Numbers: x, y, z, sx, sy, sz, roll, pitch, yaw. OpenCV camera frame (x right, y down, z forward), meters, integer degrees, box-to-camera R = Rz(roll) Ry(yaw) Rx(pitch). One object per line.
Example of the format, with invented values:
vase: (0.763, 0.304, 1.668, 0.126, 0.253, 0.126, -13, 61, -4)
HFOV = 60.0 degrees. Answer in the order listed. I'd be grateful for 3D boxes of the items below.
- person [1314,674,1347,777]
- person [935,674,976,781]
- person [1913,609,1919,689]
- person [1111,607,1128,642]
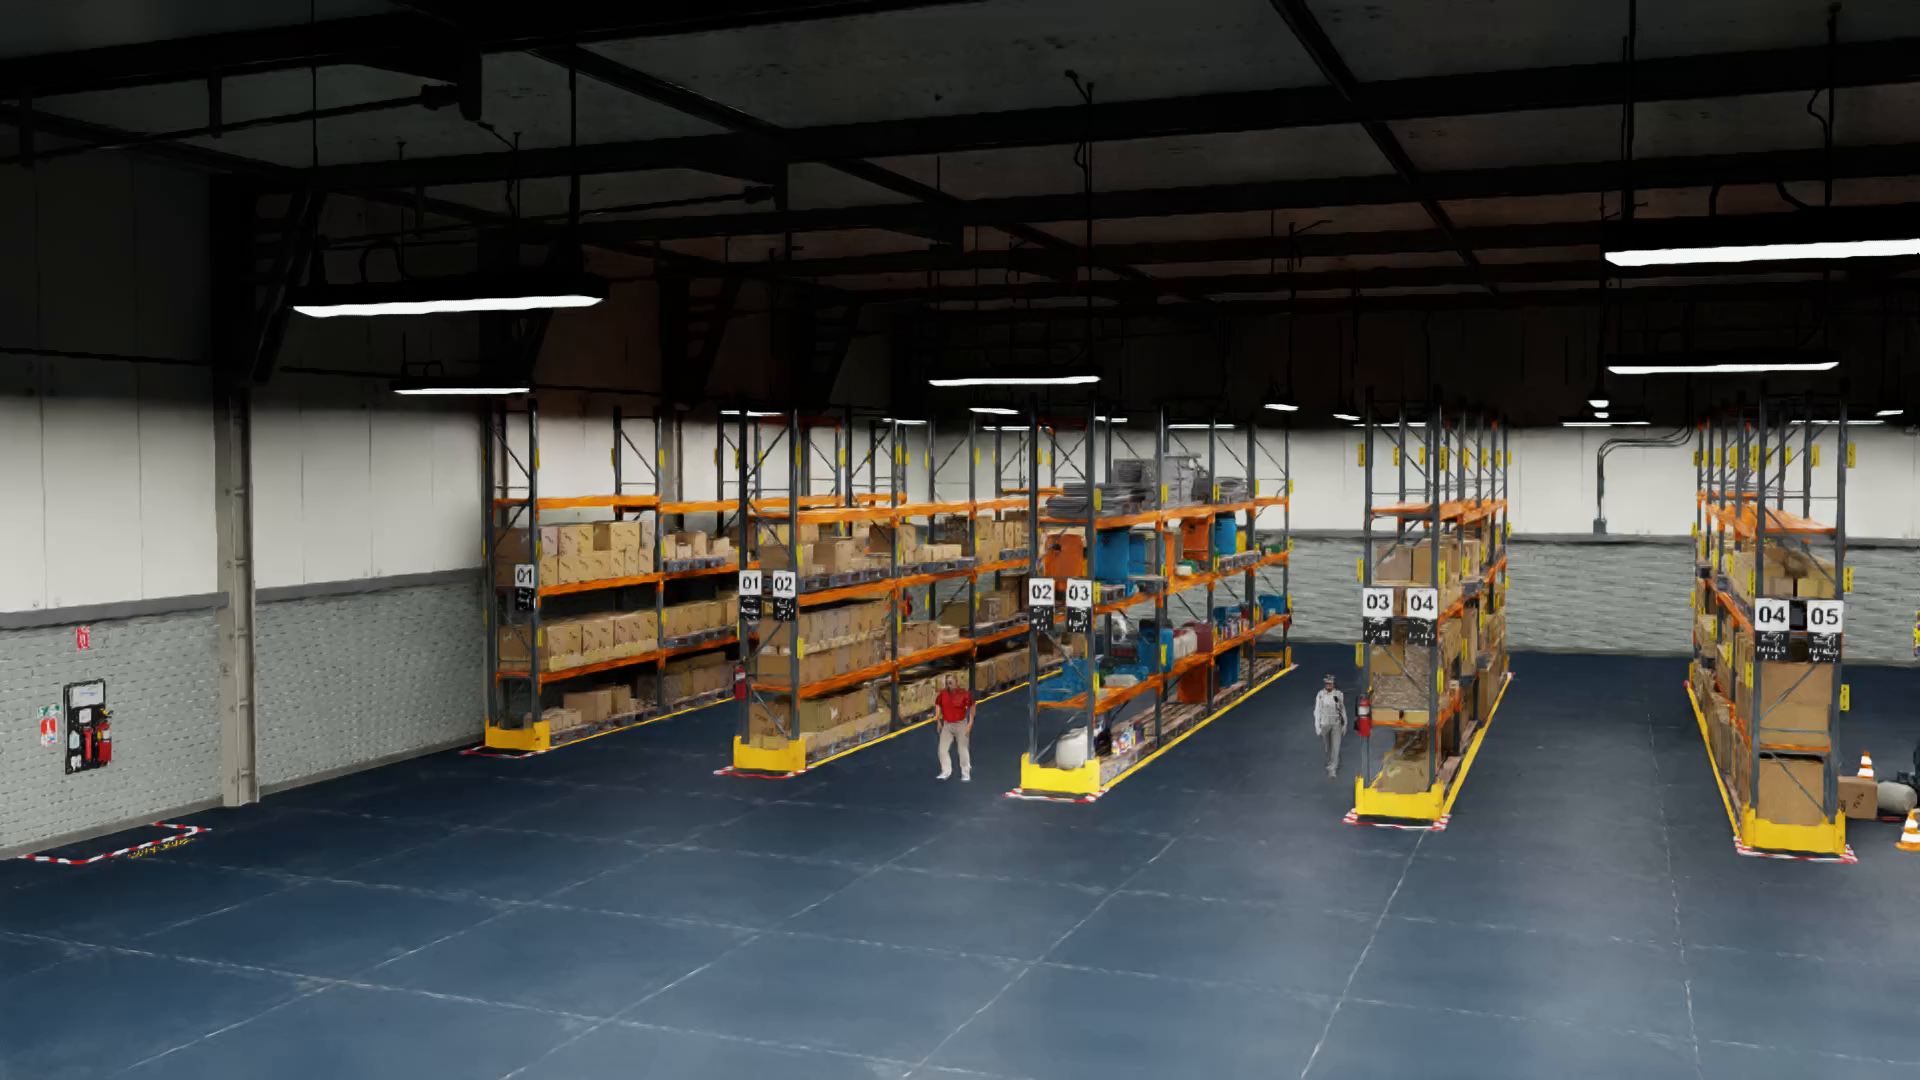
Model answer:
person: (5.830, 2.893, 26.228, 0.495, 1.589, 1.086, 1, 3, 24)
person: (-0.081, 2.897, 25.785, 0.682, 1.676, 0.529, 1, 3, 20)
person: (20.822, 2.343, 35.840, 0.387, 1.759, 0.646, 0, 3, -10)
person: (4.023, 2.019, 42.870, 0.675, 1.727, 0.774, 0, 3, 0)
